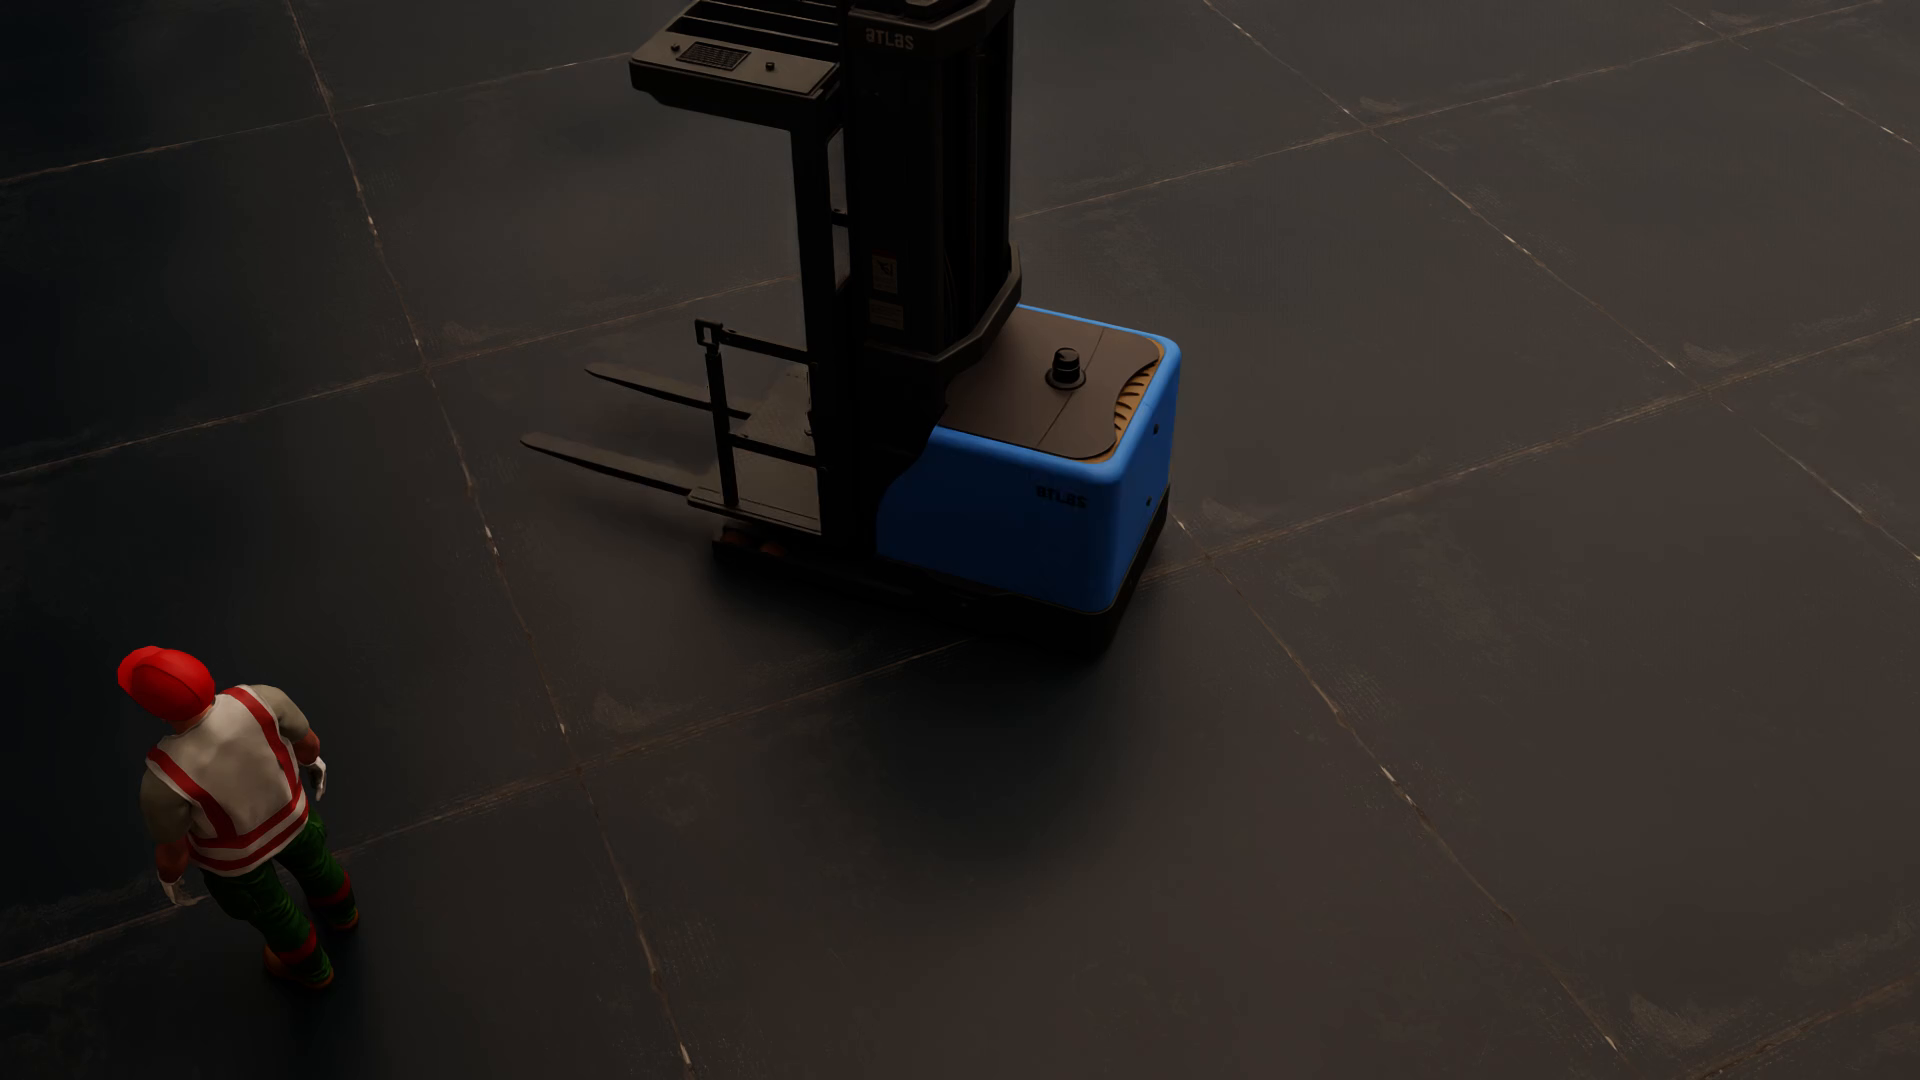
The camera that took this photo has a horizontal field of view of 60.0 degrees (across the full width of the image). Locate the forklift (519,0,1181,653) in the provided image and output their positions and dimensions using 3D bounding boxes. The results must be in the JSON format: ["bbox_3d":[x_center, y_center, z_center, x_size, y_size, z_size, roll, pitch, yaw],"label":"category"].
[{"bbox_3d":[-0.598,-1.219,6.987,3.031,2.935,1.130,15,45,16],"label":"forklift"}]

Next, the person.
[{"bbox_3d":[-2.406,0.916,5.525,0.566,1.787,0.638,26,49,25],"label":"person"}]
